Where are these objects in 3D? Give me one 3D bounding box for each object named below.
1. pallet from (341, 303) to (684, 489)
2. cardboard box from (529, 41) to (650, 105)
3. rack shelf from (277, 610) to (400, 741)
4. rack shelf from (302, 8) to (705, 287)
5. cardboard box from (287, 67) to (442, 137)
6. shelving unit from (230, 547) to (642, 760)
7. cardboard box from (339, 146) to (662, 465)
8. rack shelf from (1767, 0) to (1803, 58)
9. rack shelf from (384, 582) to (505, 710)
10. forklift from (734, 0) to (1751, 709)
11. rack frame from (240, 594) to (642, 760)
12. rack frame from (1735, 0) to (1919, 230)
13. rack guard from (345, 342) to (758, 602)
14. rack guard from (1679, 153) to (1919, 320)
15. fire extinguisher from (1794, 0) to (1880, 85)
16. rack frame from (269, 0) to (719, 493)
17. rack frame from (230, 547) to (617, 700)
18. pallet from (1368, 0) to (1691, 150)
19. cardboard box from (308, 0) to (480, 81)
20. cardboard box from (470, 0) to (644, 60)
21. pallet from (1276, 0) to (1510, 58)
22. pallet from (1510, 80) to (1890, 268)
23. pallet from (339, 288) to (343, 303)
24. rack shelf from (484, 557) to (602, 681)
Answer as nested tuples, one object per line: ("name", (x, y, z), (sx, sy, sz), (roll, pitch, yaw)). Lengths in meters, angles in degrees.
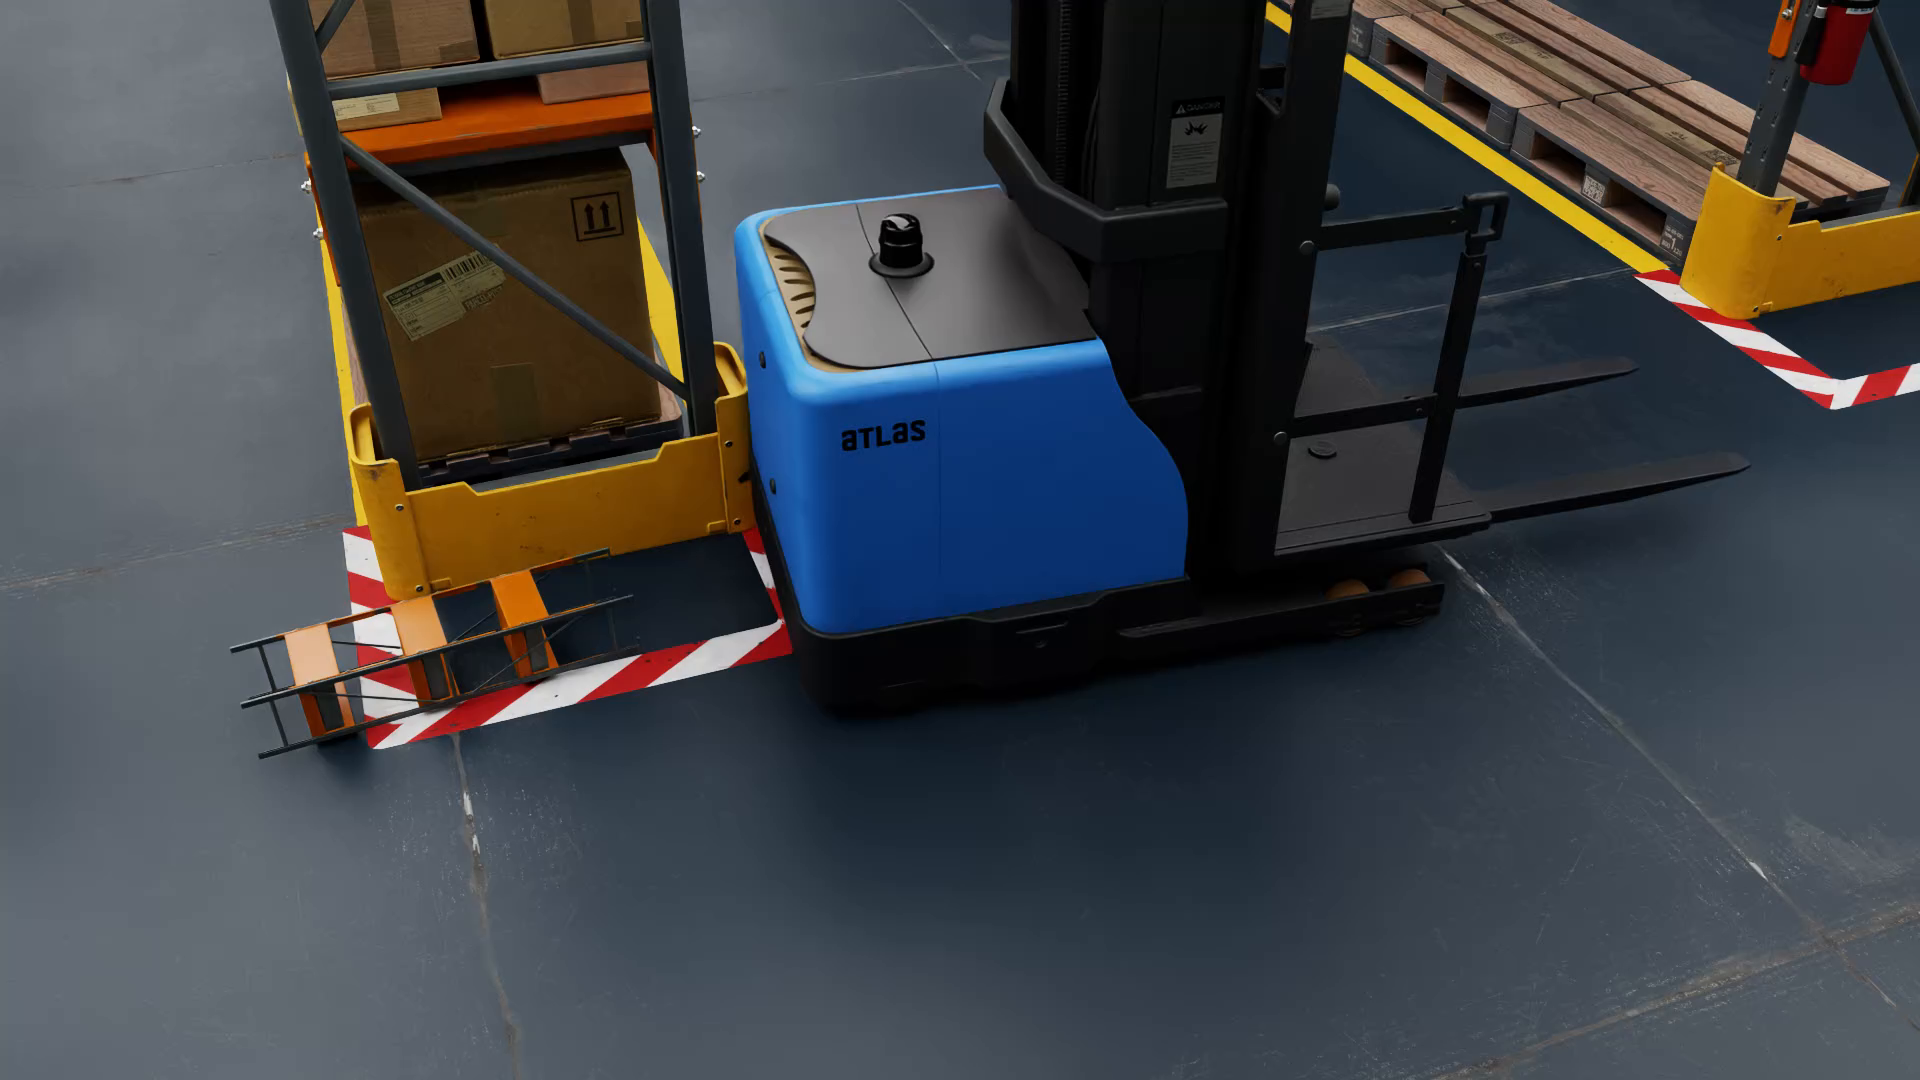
("pallet", (-1.581, -0.554, 5.810), (1.003, 0.211, 1.213), (-12, 39, -16))
("cardboard box", (-1.045, -1.401, 4.825), (0.380, 0.149, 0.250), (-12, 39, -15))
("rack shelf", (-1.693, 0.373, 4.551), (0.259, 0.215, 0.240), (-16, 40, -20))
("rack shelf", (-1.921, -2.075, 6.109), (1.077, 0.370, 4.000), (-12, 39, -16))
("cardboard box", (-1.664, -1.265, 4.645), (0.380, 0.149, 0.250), (-12, 39, -15))
("shelving unit", (-1.446, 0.303, 4.644), (1.050, 0.215, 0.252), (-16, 40, -20))
("cardboard box", (-1.528, -0.896, 5.364), (0.875, 0.875, 0.875), (-12, 39, -16))
("rack shelf", (2.730, -3.100, 7.471), (1.077, 0.370, 4.000), (-12, 39, -16))
("rack shelf", (-1.437, 0.300, 4.648), (0.259, 0.215, 0.240), (-16, 40, -20))
("forklift", (0.925, -1.187, 4.390), (3.031, 2.935, 1.130), (-9, 38, -12))
("rack frame", (-1.394, 0.369, 4.556), (1.050, 0.200, 0.008), (-16, 40, -20))
("rack frame", (3.418, -2.258, 5.754), (1.000, 3.000, 0.127), (-12, 39, -16))
("rack guard", (-1.224, -0.220, 5.127), (1.175, 0.500, 0.348), (-12, 39, -16))
("rack guard", (3.439, -1.248, 6.492), (1.175, 0.500, 0.348), (-12, 39, -16))
("fire extinguisher", (3.043, -1.899, 5.652), (0.296, 0.674, 0.183), (-12, 39, -16))
("rack frame", (-1.232, -1.232, 4.393), (1.000, 3.000, 0.127), (-12, 39, -16))
("rack frame", (-1.498, 0.236, 4.732), (1.050, 0.200, 0.008), (-16, 40, -20))
("pallet", (2.755, -2.306, 8.136), (1.003, 0.211, 1.213), (-12, 39, -16))
("cardboard box", (-1.648, -1.510, 4.639), (0.500, 0.250, 0.500), (-13, 39, -17))
("cardboard box", (-1.144, -1.618, 4.783), (0.500, 0.250, 0.500), (-13, 39, -17))
("pallet", (2.331, -2.996, 9.052), (1.003, 0.211, 1.213), (-12, 39, -16))
("pallet", (3.171, -1.618, 7.222), (1.003, 0.211, 1.213), (-12, 39, -16))
("pallet", (-1.997, -1.242, 6.723), (1.003, 0.211, 1.213), (-12, 39, -16))
("rack shelf", (-1.185, 0.229, 4.742), (0.259, 0.215, 0.240), (-16, 40, -20))
